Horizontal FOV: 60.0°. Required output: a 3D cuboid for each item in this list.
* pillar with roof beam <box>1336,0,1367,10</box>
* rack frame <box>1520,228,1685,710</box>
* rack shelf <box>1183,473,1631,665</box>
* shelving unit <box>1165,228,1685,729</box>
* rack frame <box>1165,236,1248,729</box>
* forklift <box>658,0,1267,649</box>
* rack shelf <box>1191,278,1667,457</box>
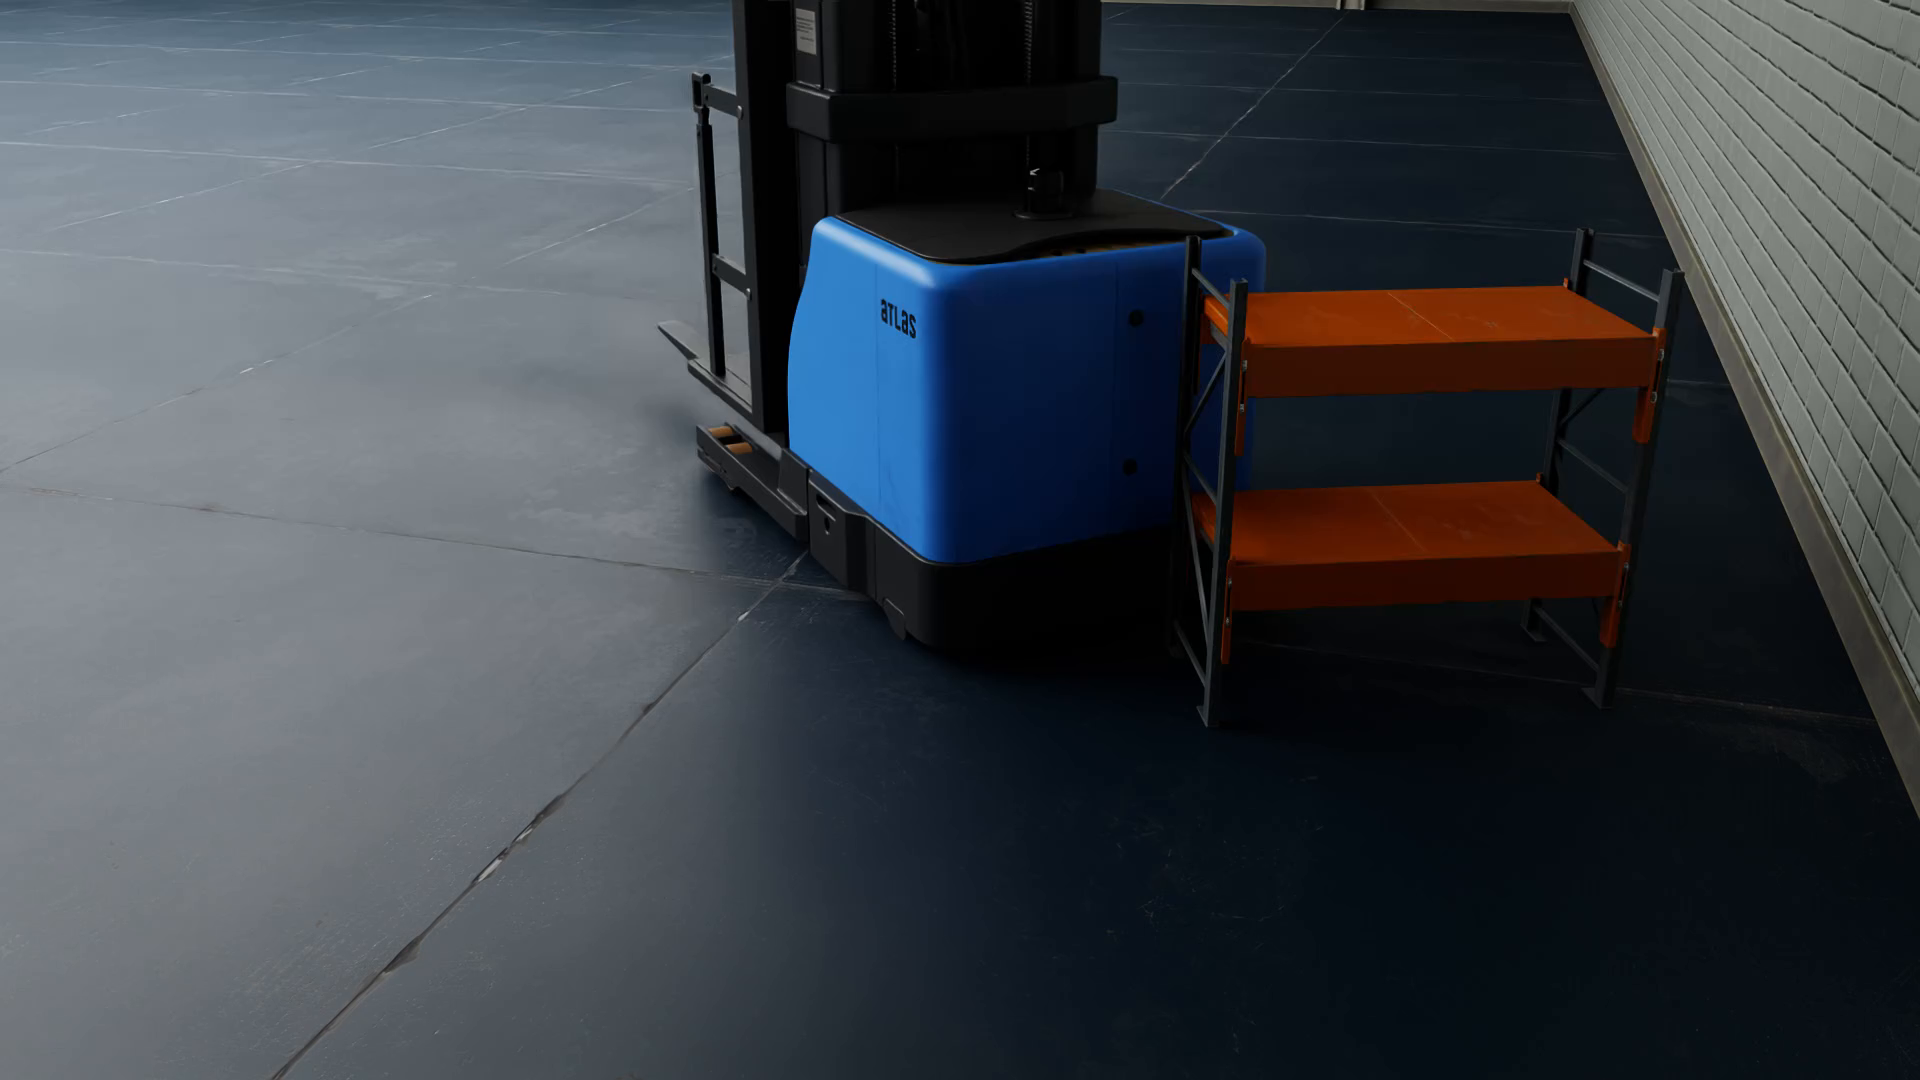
[{"bbox_3d":[4.365,-10.217,18.321,0.400,9.000,9.100,7,23,16],"label":"pillar with roof beam"},{"bbox_3d":[1.616,-0.184,4.236,0.032,1.125,0.500,-2,22,-5],"label":"rack frame"},{"bbox_3d":[1.110,0.061,4.284,1.000,0.278,0.538,-2,22,-5],"label":"rack shelf"},{"bbox_3d":[1.110,-0.165,4.191,1.048,1.125,0.538,-2,22,-5],"label":"shelving unit"},{"bbox_3d":[0.604,-0.147,4.146,0.032,1.125,0.500,-2,22,-5],"label":"rack frame"},{"bbox_3d":[-0.270,-1.590,5.283,1.130,2.935,3.031,-11,25,-24],"label":"forklift"},{"bbox_3d":[1.110,-0.436,4.080,1.000,0.278,0.538,-2,22,-5],"label":"rack shelf"}]
